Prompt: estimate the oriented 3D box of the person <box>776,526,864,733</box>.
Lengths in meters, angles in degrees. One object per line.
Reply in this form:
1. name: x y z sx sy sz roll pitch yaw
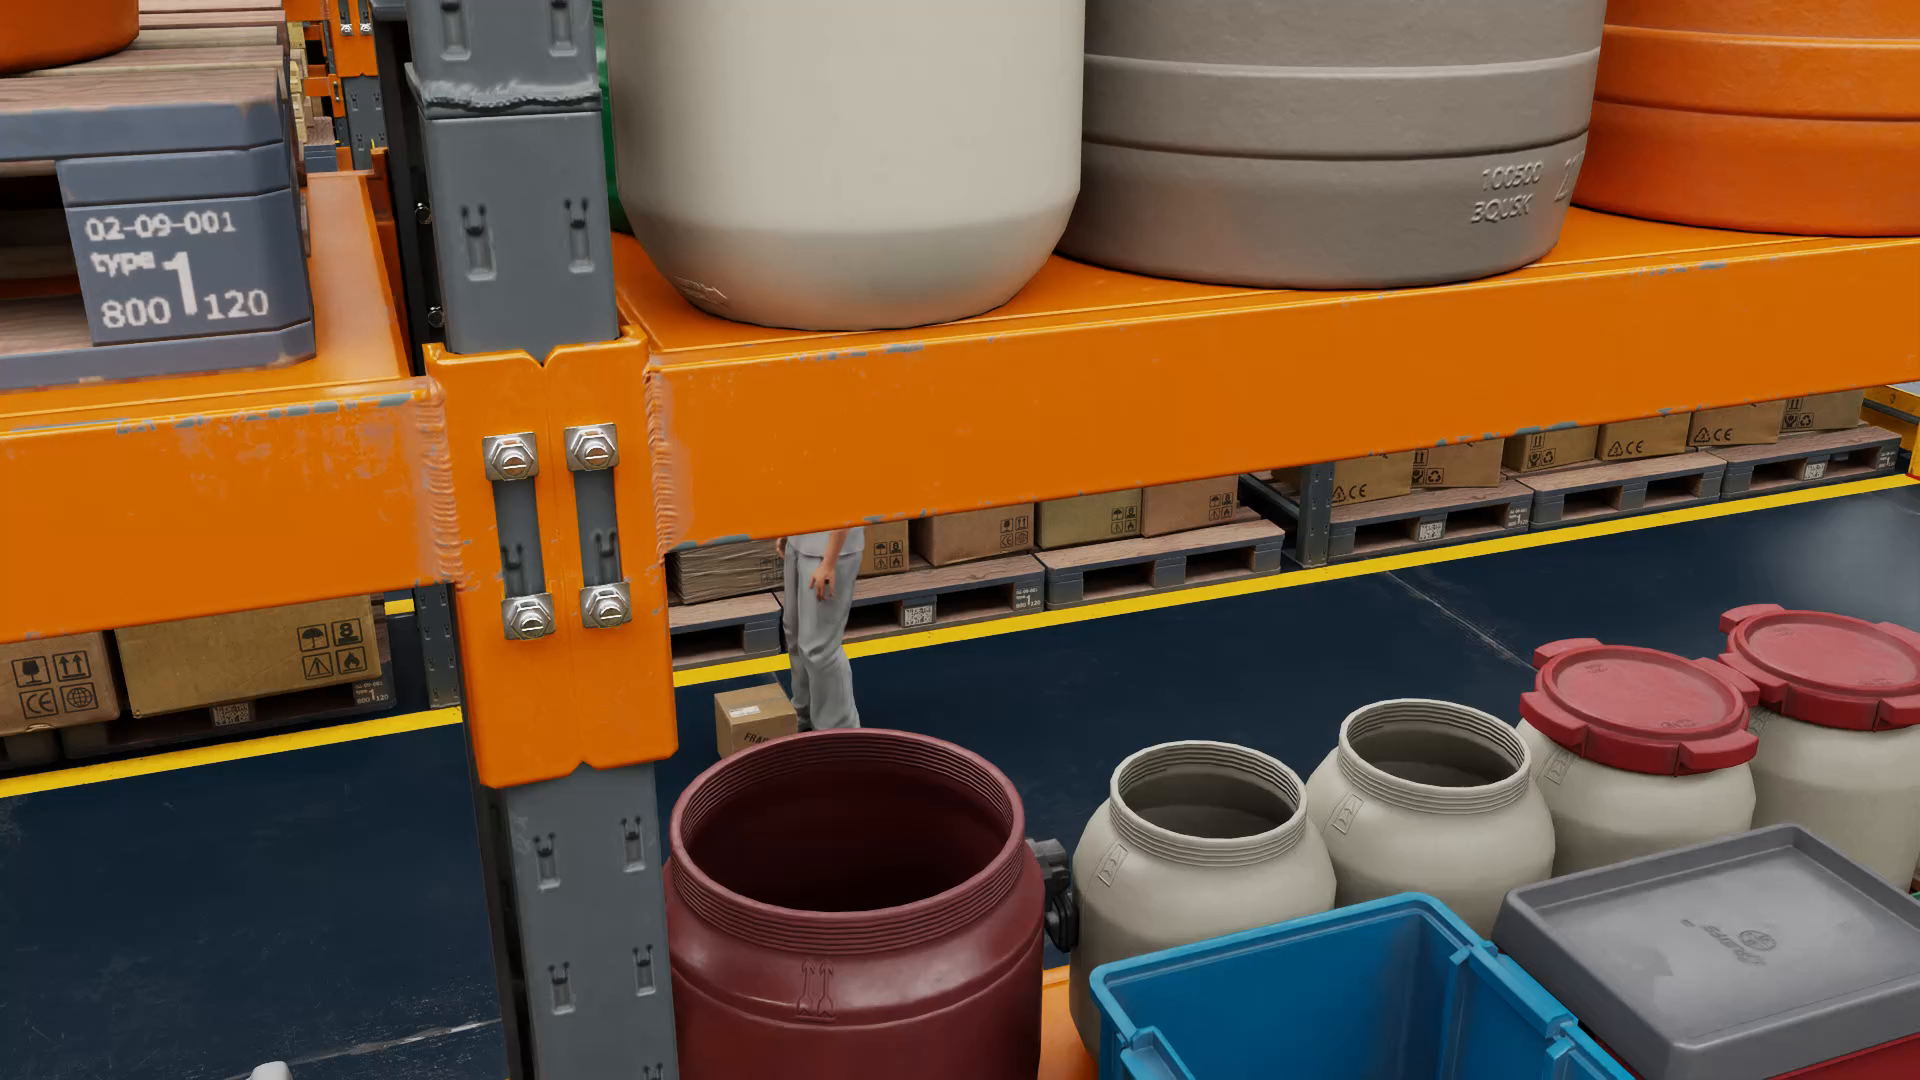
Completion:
1. person: -0.532 0.027 6.029 0.354 1.673 0.513 -9 24 -21
